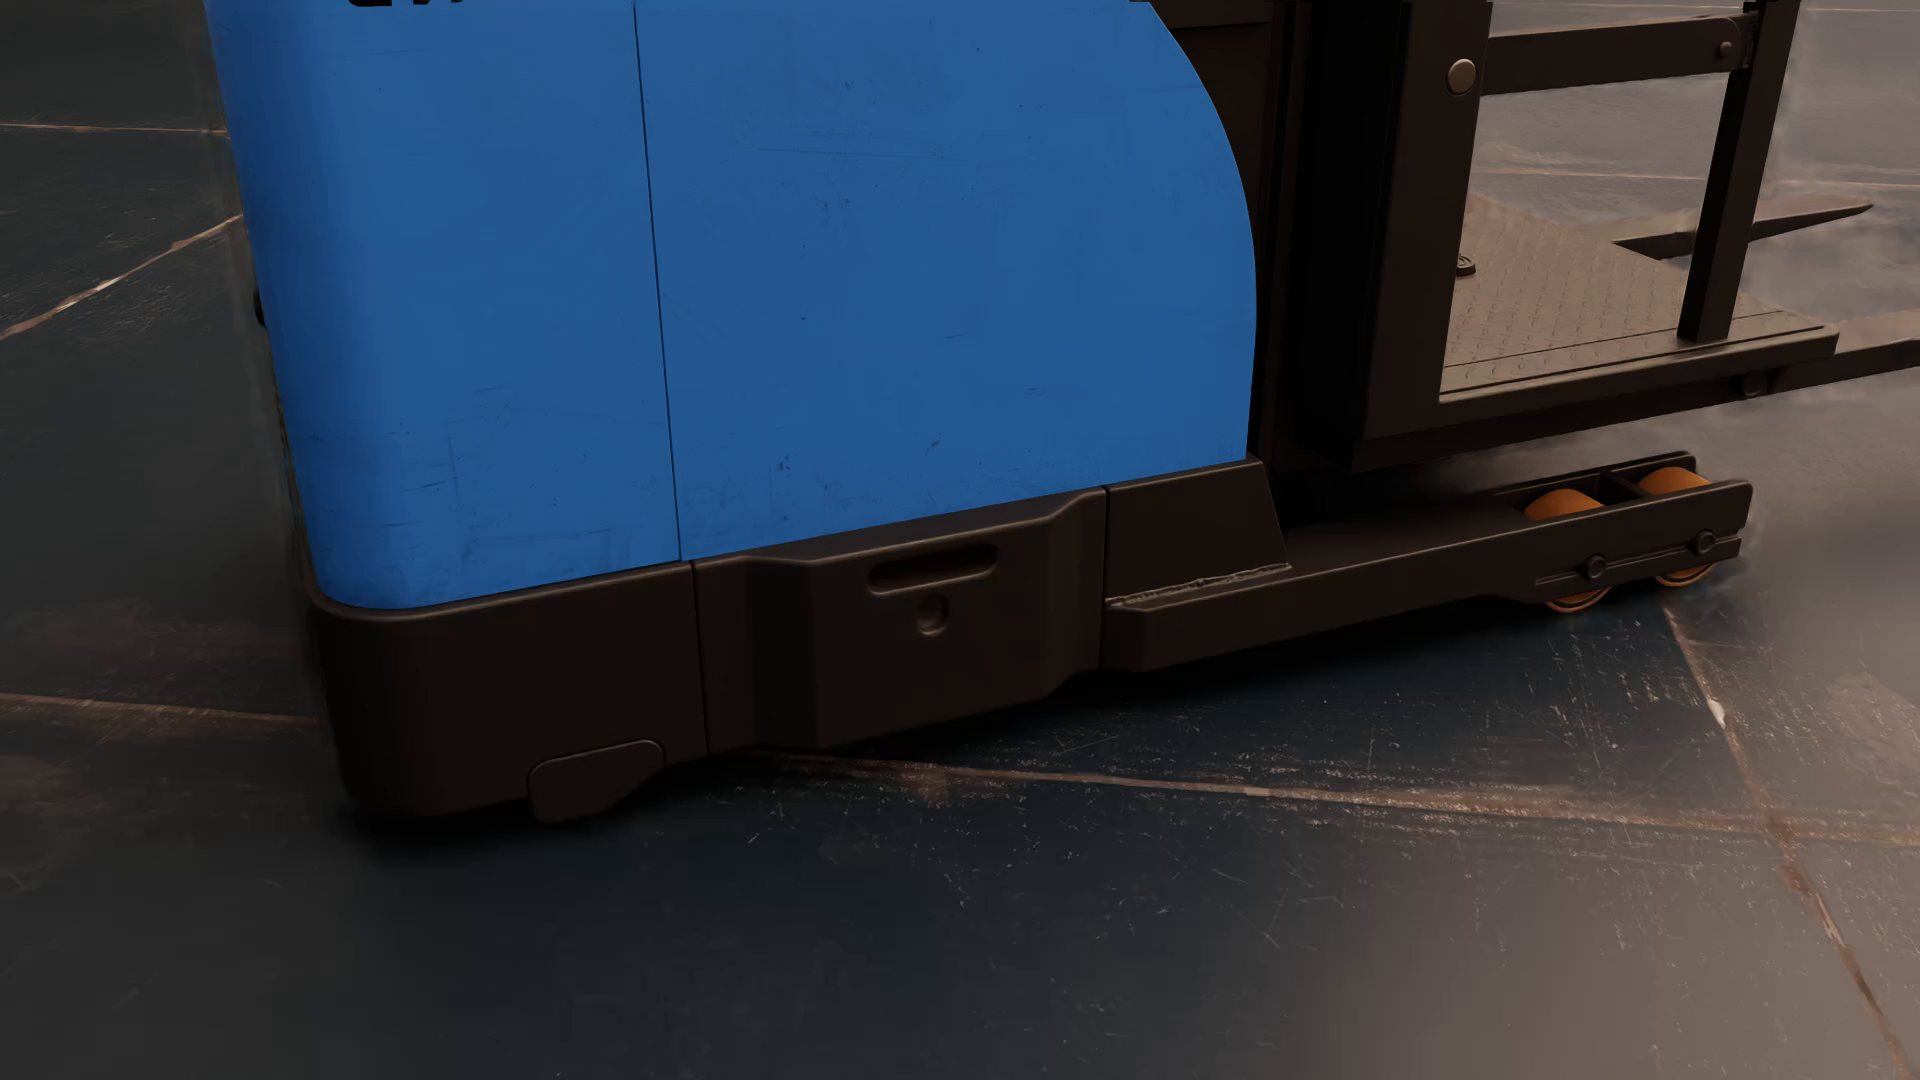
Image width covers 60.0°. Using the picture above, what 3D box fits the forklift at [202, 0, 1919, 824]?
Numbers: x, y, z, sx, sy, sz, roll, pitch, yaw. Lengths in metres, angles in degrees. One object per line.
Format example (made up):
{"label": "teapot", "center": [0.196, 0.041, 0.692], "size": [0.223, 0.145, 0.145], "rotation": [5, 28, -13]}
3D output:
{"label": "forklift", "center": [0.562, -1.418, 2.058], "size": [3.031, 2.935, 1.130], "rotation": [-11, 28, -20]}
